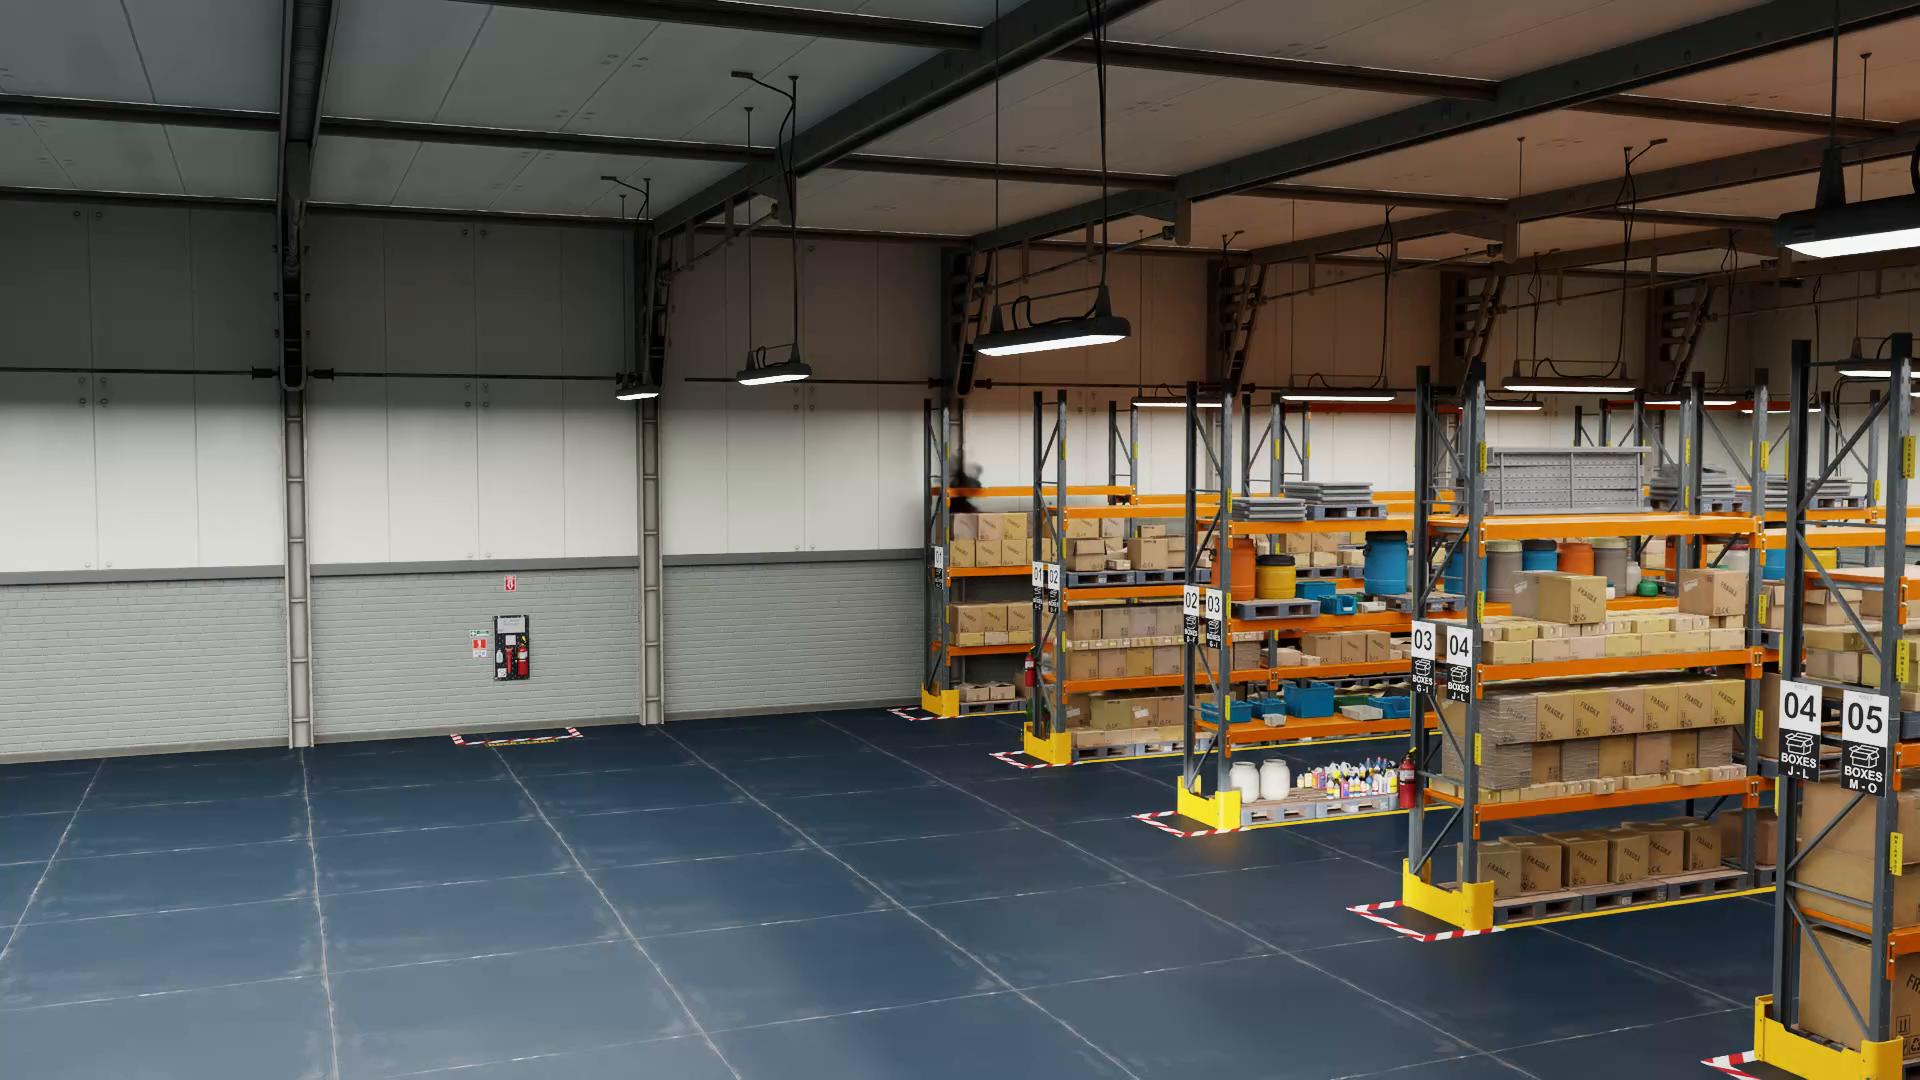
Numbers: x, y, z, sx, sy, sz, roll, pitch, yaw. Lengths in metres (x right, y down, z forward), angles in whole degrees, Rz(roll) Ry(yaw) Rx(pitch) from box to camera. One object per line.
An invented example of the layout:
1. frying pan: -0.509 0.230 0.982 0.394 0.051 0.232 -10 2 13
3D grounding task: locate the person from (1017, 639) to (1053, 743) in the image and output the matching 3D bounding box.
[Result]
1. person: 1.384 2.587 28.781 0.894 1.840 0.672 -2 4 -31
